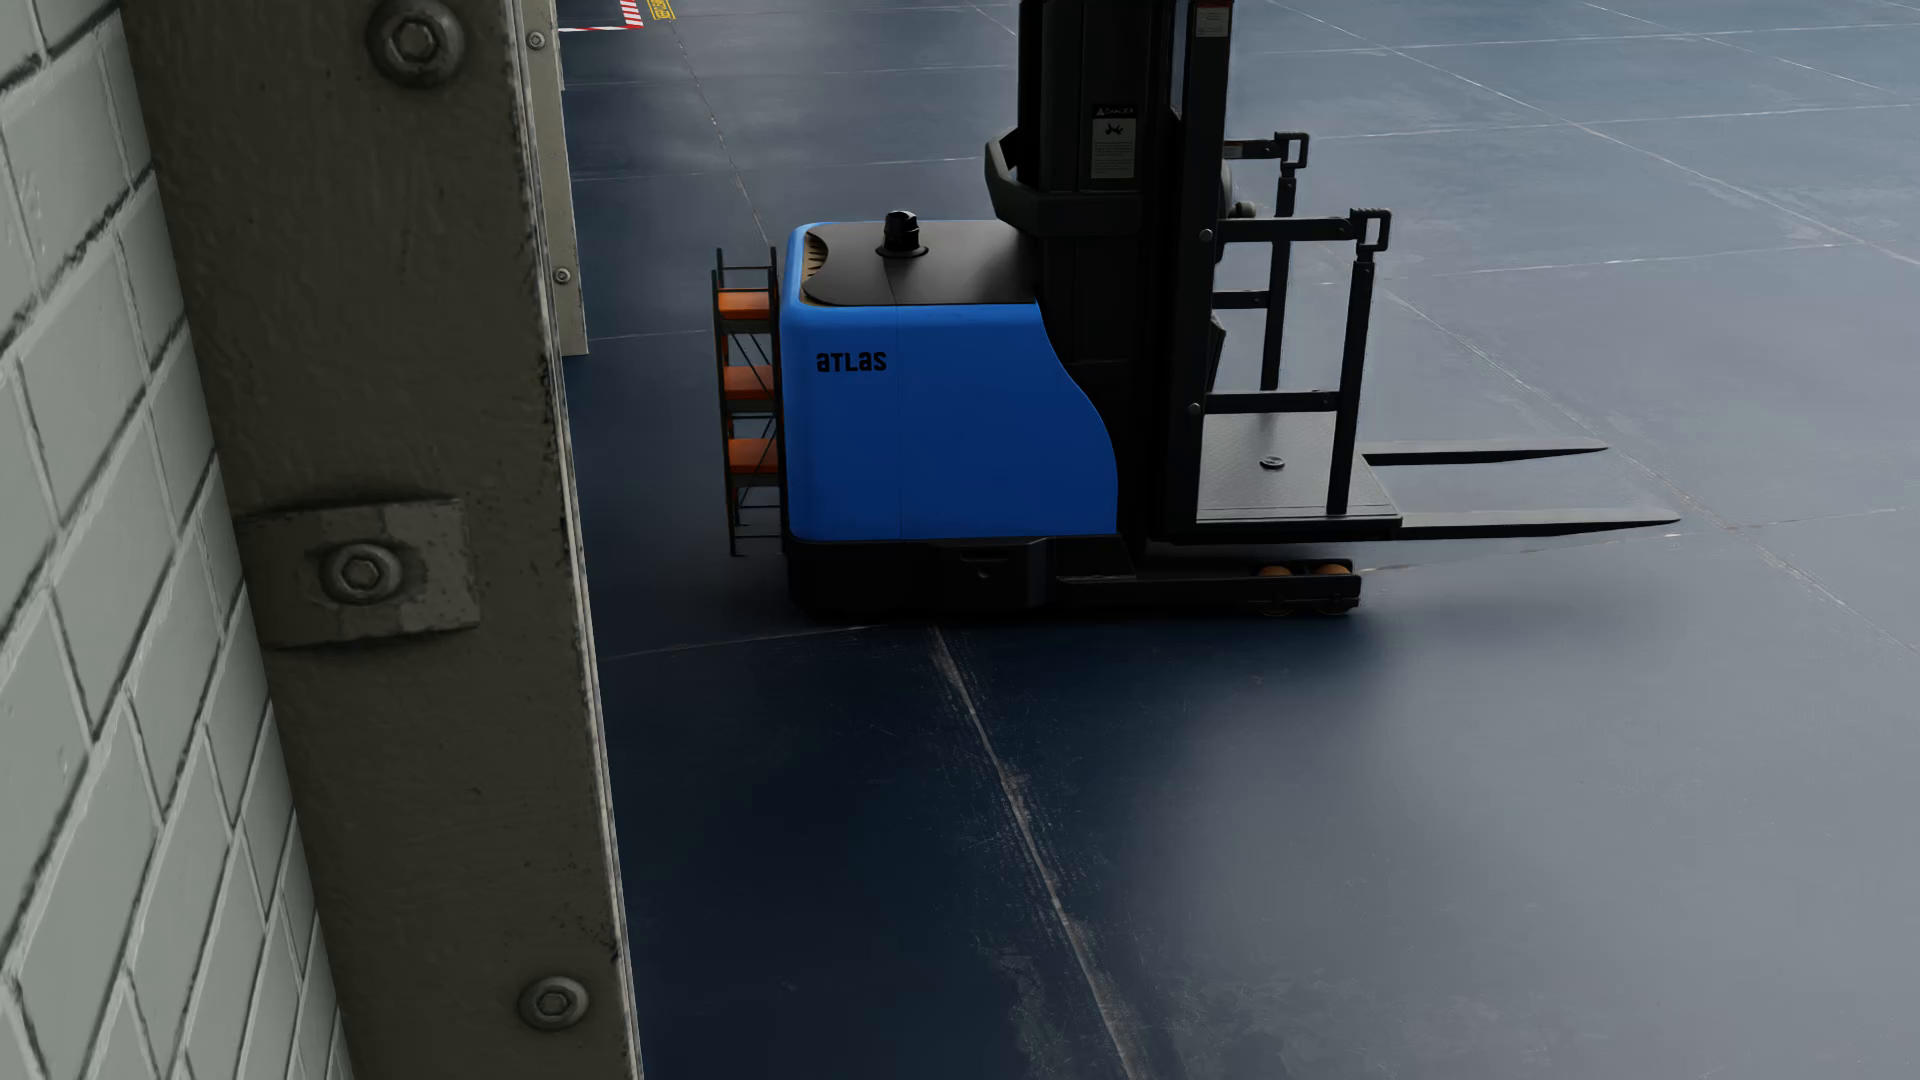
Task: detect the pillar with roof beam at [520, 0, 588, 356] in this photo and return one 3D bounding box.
[{"bbox_3d":[2.273,-5.390,6.697,9.100,9.000,0.400,-6,27,-12],"label":"pillar with roof beam"}]

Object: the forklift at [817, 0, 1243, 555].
[{"bbox_3d":[10.375,-11.903,26.087,24.640,3.159,46.598,-2,27,-3],"label":"forklift"}]

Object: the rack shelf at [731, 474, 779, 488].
[{"bbox_3d":[-0.719,-0.257,5.878,0.166,0.050,0.221,-2,27,-3],"label":"rack shelf"}]

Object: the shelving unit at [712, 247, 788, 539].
[{"bbox_3d":[-0.719,-0.470,5.772,0.215,1.050,0.249,-2,27,-3],"label":"shelving unit"}]

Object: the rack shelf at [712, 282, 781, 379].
[{"bbox_3d":[-0.719,-0.713,5.648,0.215,0.259,0.240,-2,27,-3],"label":"rack shelf"}]

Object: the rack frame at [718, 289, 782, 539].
[{"bbox_3d":[-0.711,-0.415,5.662,0.190,0.915,0.003,-2,27,-3],"label":"rack frame"}]

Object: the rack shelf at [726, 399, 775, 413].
[{"bbox_3d":[-0.719,-0.505,5.753,0.166,0.050,0.221,-2,27,-3],"label":"rack shelf"}]

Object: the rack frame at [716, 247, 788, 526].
[{"bbox_3d":[-0.726,-0.524,5.880,0.200,1.050,0.008,-2,27,-3],"label":"rack frame"}]
